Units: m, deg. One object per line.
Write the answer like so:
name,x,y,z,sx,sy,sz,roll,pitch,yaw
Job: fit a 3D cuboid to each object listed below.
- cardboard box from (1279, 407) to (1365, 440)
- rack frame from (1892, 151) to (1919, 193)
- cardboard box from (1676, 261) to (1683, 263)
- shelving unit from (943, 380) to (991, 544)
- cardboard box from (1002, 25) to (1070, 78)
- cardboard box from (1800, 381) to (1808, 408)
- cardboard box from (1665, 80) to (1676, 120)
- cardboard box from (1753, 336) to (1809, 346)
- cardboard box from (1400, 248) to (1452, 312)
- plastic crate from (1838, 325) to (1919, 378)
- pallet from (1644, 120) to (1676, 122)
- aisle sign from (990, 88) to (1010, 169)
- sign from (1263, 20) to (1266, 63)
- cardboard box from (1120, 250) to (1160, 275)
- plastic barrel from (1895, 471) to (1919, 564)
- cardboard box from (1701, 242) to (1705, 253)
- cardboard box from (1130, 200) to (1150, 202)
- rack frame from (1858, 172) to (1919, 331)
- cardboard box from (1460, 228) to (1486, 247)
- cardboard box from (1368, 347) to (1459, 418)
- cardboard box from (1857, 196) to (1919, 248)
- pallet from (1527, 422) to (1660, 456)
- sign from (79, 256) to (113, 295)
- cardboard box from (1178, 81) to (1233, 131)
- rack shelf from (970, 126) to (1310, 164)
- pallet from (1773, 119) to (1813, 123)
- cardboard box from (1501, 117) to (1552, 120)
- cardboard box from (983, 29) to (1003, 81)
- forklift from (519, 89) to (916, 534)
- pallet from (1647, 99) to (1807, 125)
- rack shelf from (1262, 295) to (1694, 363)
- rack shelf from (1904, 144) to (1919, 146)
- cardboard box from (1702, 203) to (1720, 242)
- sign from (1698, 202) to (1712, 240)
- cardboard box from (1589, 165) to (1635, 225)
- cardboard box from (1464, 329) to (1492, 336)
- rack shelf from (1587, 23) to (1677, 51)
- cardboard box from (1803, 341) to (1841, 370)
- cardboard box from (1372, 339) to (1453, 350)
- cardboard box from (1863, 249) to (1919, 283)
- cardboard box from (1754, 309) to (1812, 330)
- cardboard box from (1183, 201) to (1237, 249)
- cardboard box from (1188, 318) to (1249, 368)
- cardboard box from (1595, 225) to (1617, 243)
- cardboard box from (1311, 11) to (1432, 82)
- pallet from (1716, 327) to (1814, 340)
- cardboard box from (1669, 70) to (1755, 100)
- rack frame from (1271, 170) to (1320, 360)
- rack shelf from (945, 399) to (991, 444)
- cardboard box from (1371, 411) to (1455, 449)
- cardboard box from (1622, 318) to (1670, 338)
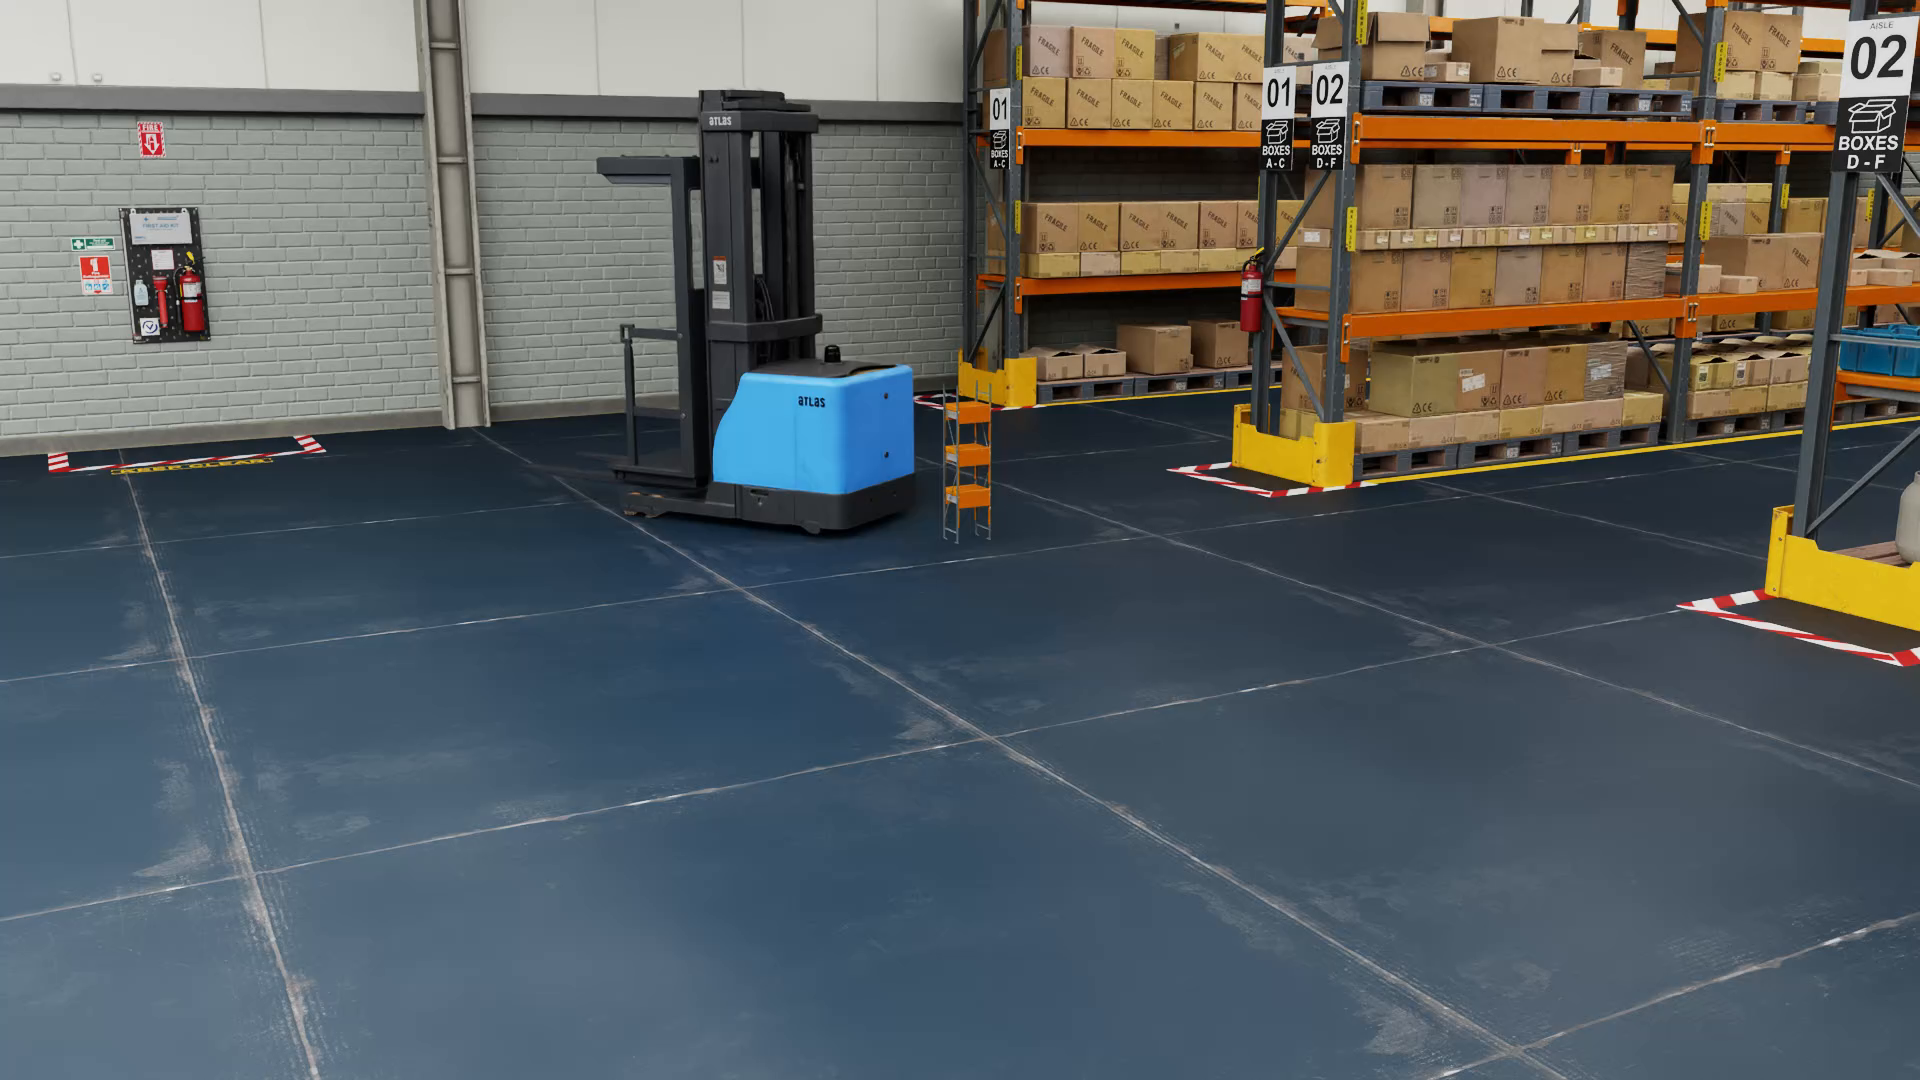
cardboard box,3.028,-0.976,13.919,0.500,0.250,0.500,-7,14,-28
rack frame,14.366,-4.636,24.879,0.127,3.000,1.000,-7,14,-28
cardboard box,6.894,-2.482,15.613,0.258,0.266,0.396,-7,15,-29
shelving unit,0.047,-0.518,11.019,0.252,1.050,0.215,-7,14,-28
cardboard box,0.777,-4.957,16.920,0.500,0.500,0.500,-8,15,-32
cardboard box,8.033,-1.440,15.981,0.500,0.250,0.500,-7,14,-27
cardboard box,9.102,-5.760,21.809,0.500,0.500,0.700,-7,14,-28
cardboard box,8.215,-1.869,16.611,0.500,0.311,0.500,-7,15,-29
cardboard box,3.574,-2.151,13.606,0.500,0.500,0.700,-6,14,-26
plastic crate,5.365,-1.082,9.423,0.616,0.251,0.499,-7,14,-28
pallet,8.864,-5.362,21.703,1.213,0.211,1.003,-6,14,-25
aisle sign,0.403,-4.156,16.824,0.004,0.787,0.394,-7,14,-28
sign,2.452,-3.962,13.213,0.005,0.325,0.100,-7,14,-28
cardboard box,1.802,-2.990,17.858,0.500,0.250,0.500,-7,15,-29
plastic barrel,5.610,-0.119,9.517,0.421,0.512,0.421,0,13,0
cardboard box,9.785,-3.911,22.183,0.250,0.149,0.380,-7,14,-28
cardboard box,1.975,-3.506,18.442,0.500,0.500,0.500,-7,14,-27
rack frame,9.721,-2.841,16.899,0.127,3.000,1.000,-7,14,-28
cardboard box,4.052,-2.473,13.561,0.250,0.149,0.380,-7,15,-30
cardboard box,3.715,-1.295,13.629,0.500,0.500,0.500,-7,14,-28
cardboard box,13.290,-4.649,24.250,0.700,0.700,0.980,-7,14,-28
pallet,5.492,-0.984,15.000,1.213,0.211,1.003,-7,14,-28
sign,-7.466,-2.289,14.367,0.234,0.329,0.001,-7,14,-28
cardboard box,2.590,-4.679,17.963,0.500,0.500,0.500,-7,15,-30
rack shelf,2.078,-4.276,18.085,4.000,0.370,1.077,-7,14,-28
pallet,11.578,-5.720,23.063,1.213,0.211,1.003,-7,14,-28
cardboard box,6.842,-5.097,20.250,0.500,0.311,0.500,-7,14,-28
cardboard box,0.576,-5.059,17.373,0.500,0.500,0.500,-6,14,-25
forklift,-1.854,-1.679,11.893,3.031,2.935,1.130,7,14,28
pallet,6.978,-3.885,15.145,1.217,0.209,0.805,-8,15,-30
rack shelf,4.455,-1.858,14.174,4.000,0.370,1.077,-7,14,-28
rack shelf,11.477,-4.163,17.584,4.000,0.370,1.077,-7,14,-28
cardboard box,9.683,-4.215,22.058,0.500,0.500,0.500,-7,14,-28
sign,6.478,-2.774,14.451,0.005,0.325,0.100,-7,14,-28
cardboard box,5.381,-3.000,14.426,0.500,0.500,0.700,-7,14,-28
cardboard box,6.230,-2.672,20.843,0.500,0.500,0.700,-7,14,-28
rack shelf,9.100,-6.386,21.539,4.000,0.370,1.077,-7,14,-28
cardboard box,8.482,-1.767,16.156,0.500,0.311,0.500,-7,14,-28
cardboard box,3.898,-1.450,14.319,0.500,0.500,0.500,-7,14,-28
cardboard box,9.381,-2.767,16.777,0.500,0.311,0.500,-6,14,-24
cardboard box,11.561,-3.260,23.500,0.500,0.500,0.700,-7,14,-27
cardboard box,2.684,-3.463,18.252,0.500,0.500,0.500,-7,15,-29
cardboard box,2.942,-2.252,18.977,0.500,0.500,0.500,-8,15,-32
cardboard box,5.398,-2.634,14.275,0.250,0.149,0.380,-7,14,-28
cardboard box,3.206,-3.846,13.023,0.637,0.503,0.797,-6,14,-24
pallet,11.560,-2.920,23.604,1.213,0.211,1.003,-7,14,-28
cardboard box,6.756,-4.078,14.951,0.500,0.250,0.500,-5,14,-22
rack frame,3.833,-3.374,19.270,0.127,3.000,1.000,-7,14,-28
rack shelf,0.047,-0.784,10.959,0.240,0.259,0.215,-7,14,-28
cardboard box,3.714,-0.929,13.713,0.500,0.250,0.500,-7,14,-28
cardboard box,8.825,-3.094,21.965,0.750,0.750,0.750,-7,14,-28
